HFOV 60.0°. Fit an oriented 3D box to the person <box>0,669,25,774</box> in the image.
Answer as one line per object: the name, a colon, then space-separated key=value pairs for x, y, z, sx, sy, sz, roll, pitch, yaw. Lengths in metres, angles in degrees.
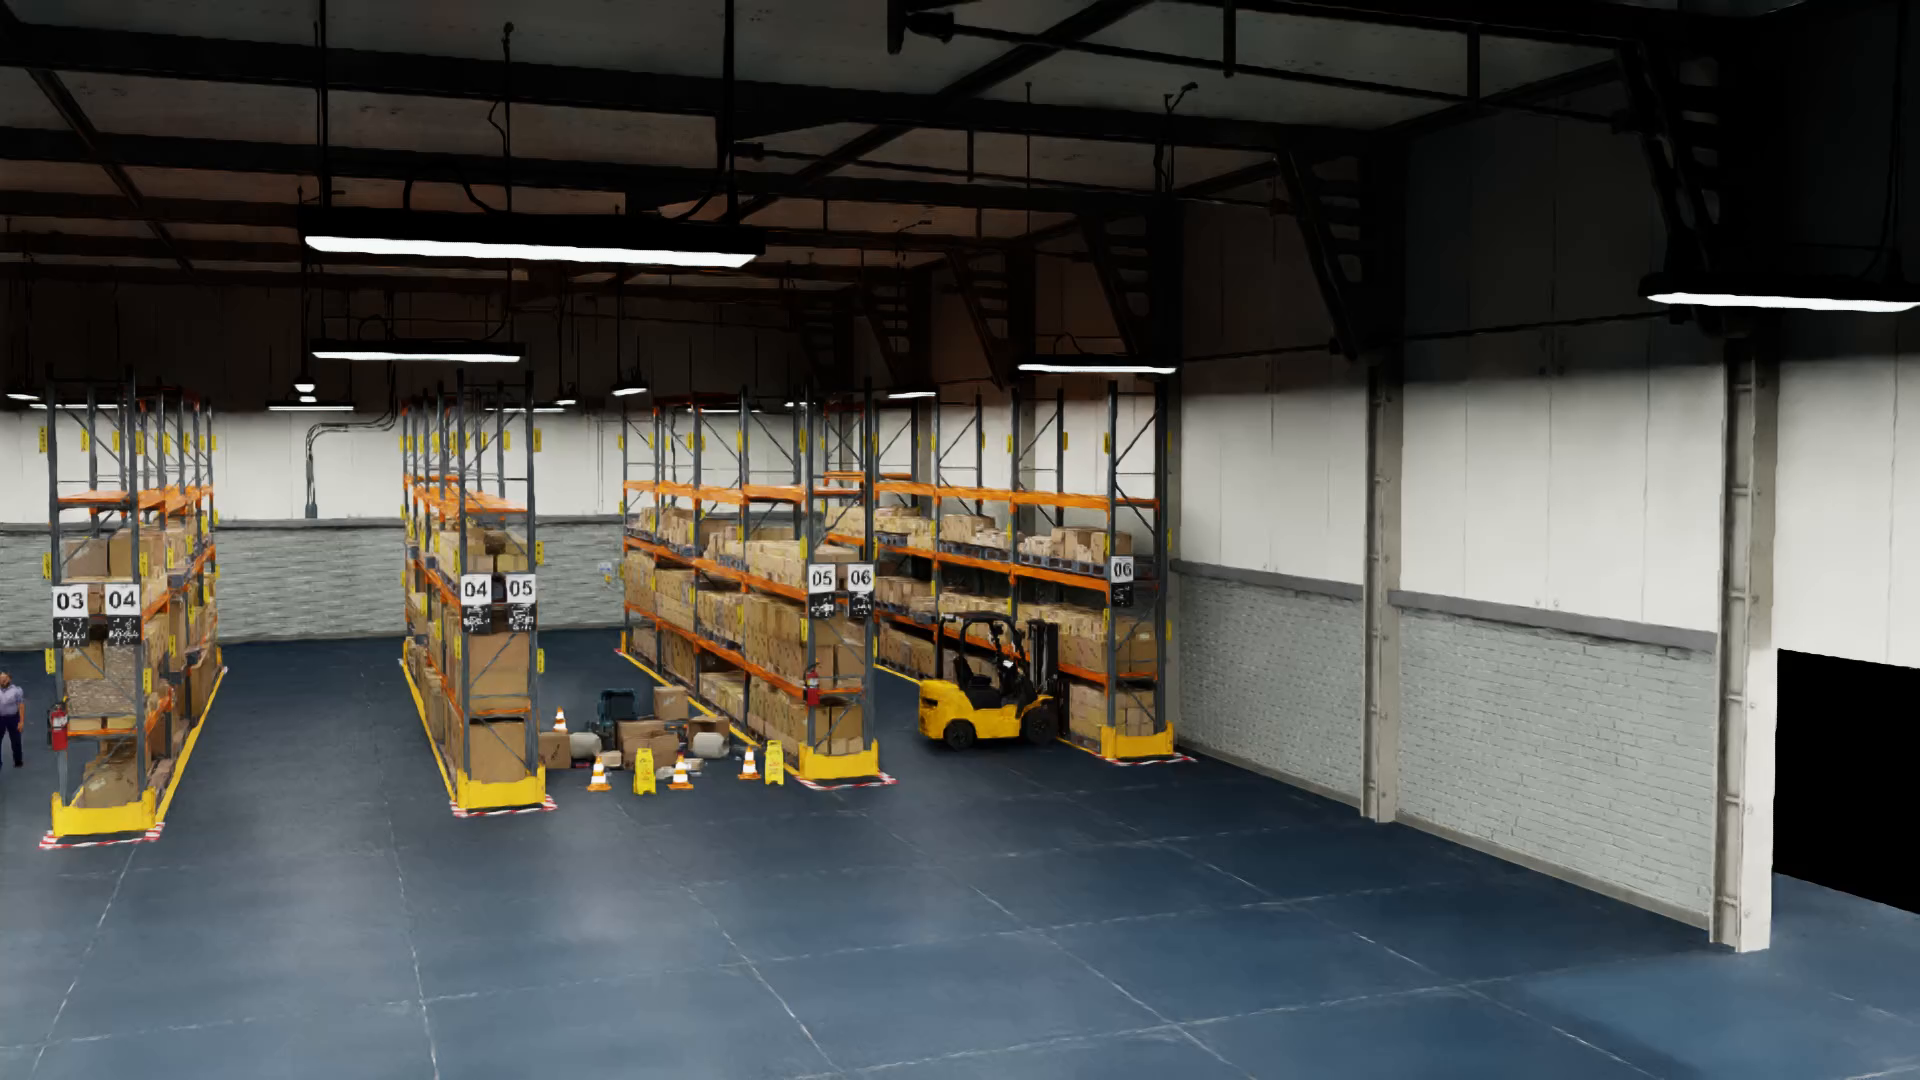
person: x=-14.434 y=2.732 z=25.201 sx=0.478 sy=1.567 sz=1.083 roll=-1 pitch=4 yaw=-23
